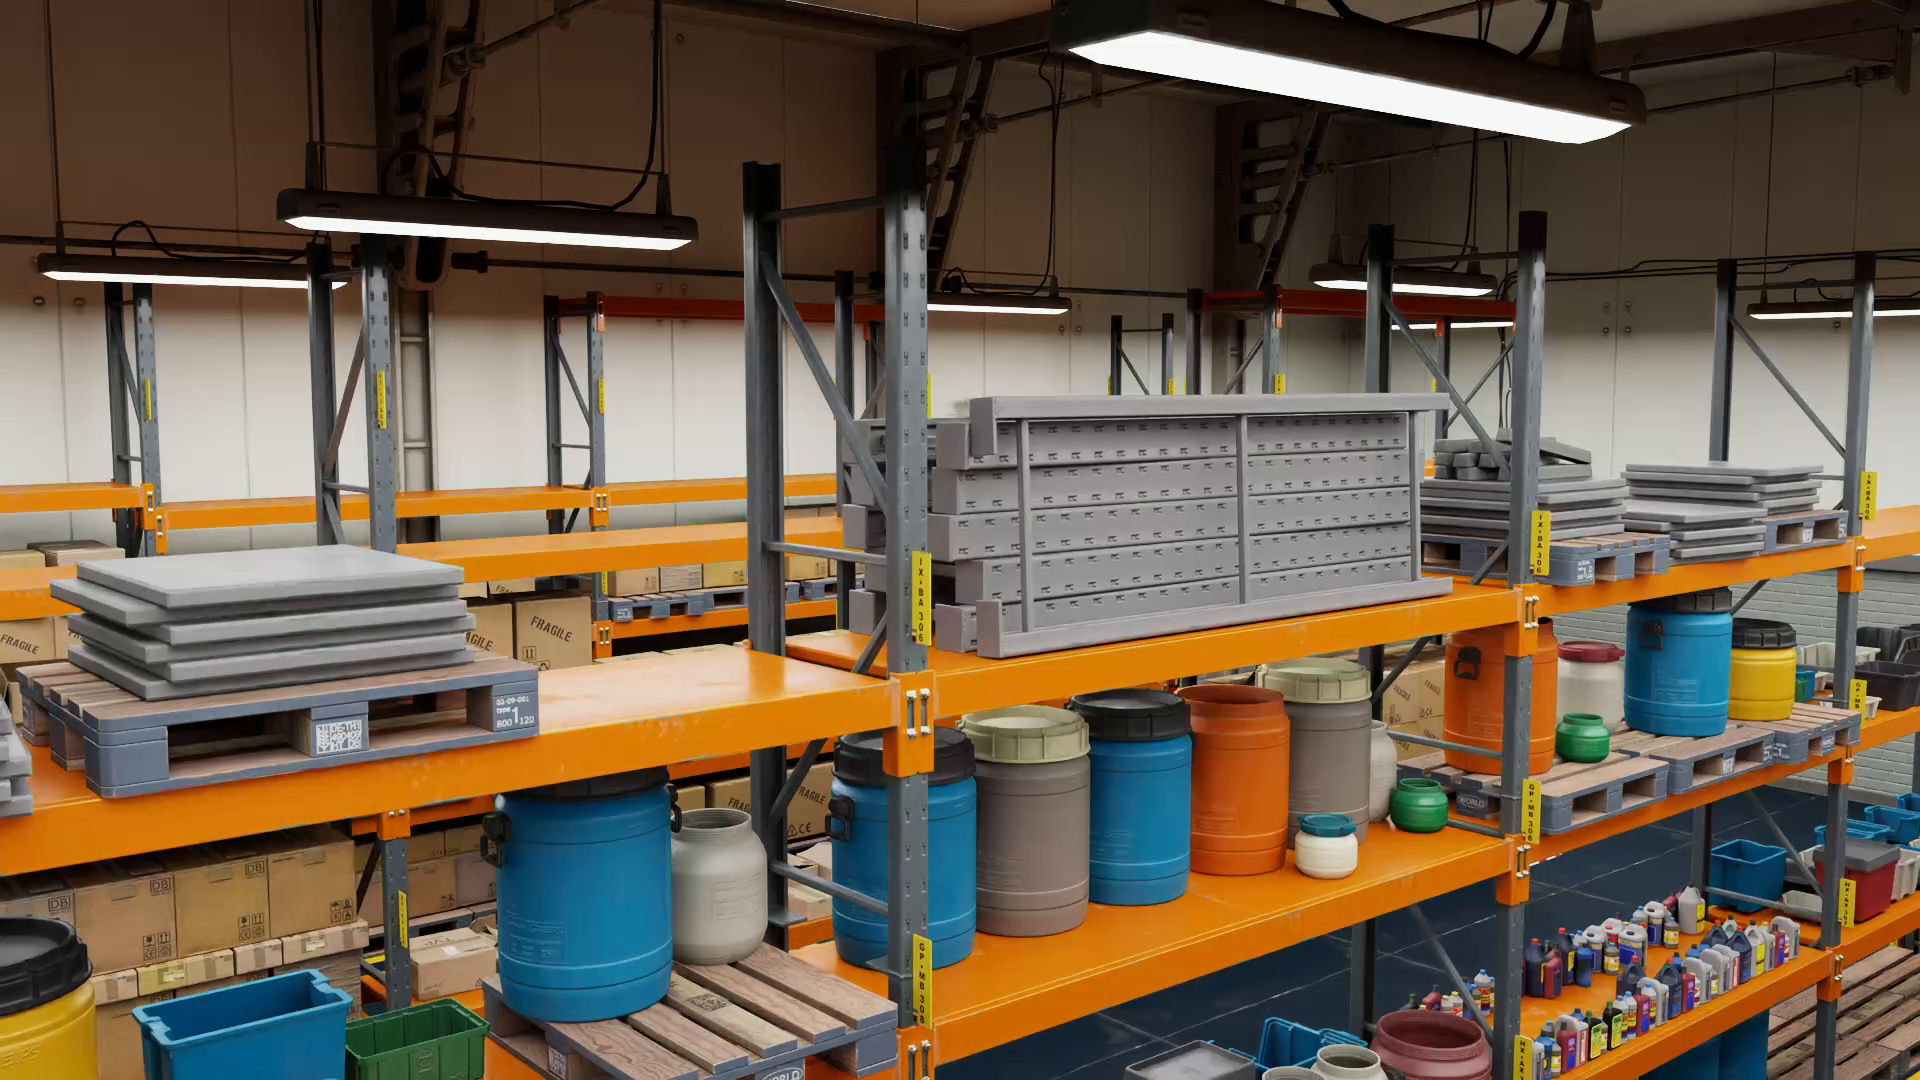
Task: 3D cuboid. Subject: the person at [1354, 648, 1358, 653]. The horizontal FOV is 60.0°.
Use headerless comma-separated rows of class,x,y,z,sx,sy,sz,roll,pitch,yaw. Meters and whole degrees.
person,5.248,2.182,21.901,0.714,1.797,0.888,-1,6,-9
